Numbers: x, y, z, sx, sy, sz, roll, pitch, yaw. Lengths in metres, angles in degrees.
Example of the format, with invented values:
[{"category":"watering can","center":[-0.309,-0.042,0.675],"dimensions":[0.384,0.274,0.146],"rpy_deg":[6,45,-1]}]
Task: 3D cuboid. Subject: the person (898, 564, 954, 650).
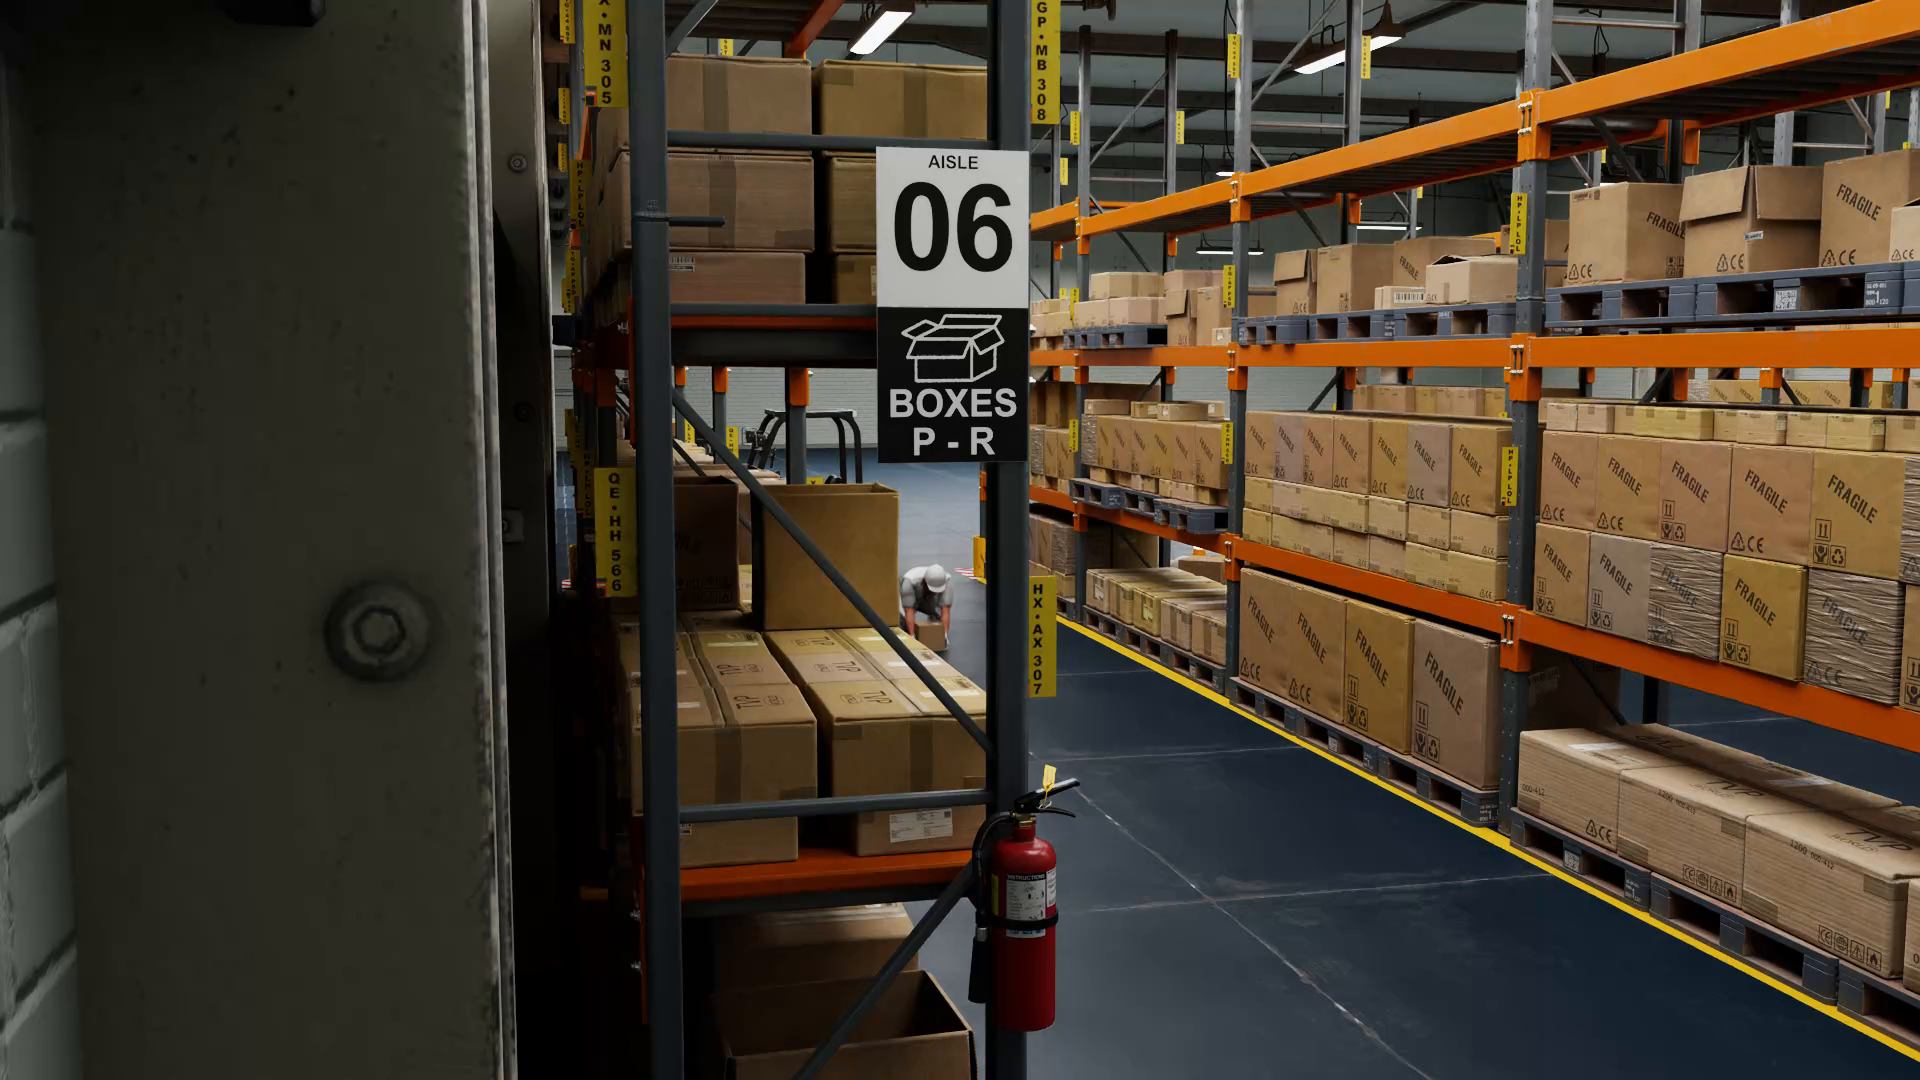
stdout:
[{"category":"person","center":[-0.359,0.629,15.821],"dimensions":[0.556,0.878,0.908],"rpy_deg":[-2,6,-14]}]
